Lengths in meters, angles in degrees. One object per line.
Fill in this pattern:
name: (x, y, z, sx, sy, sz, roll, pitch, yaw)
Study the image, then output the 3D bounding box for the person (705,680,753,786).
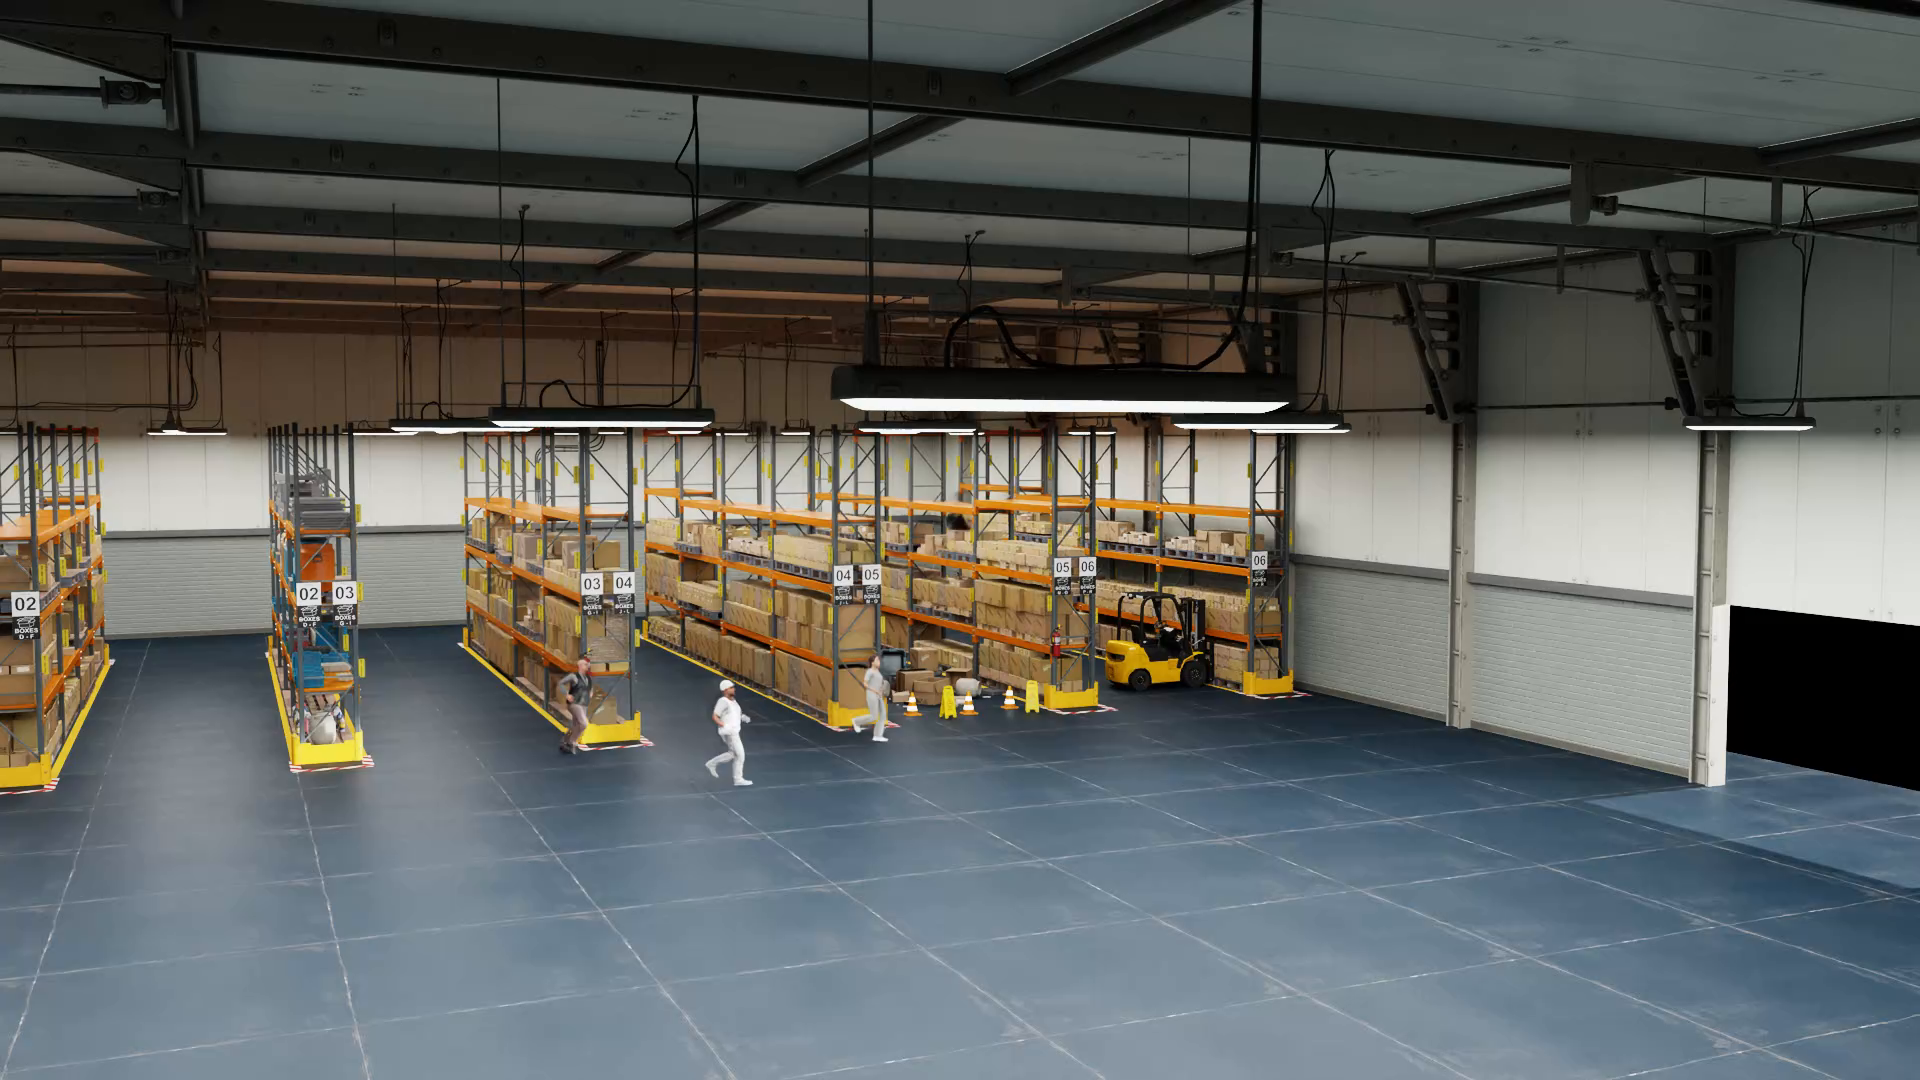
person: (-3.824, 3.175, 27.386, 0.826, 1.750, 0.696, 0, 4, 7)

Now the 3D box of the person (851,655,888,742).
person: (-1.661, 2.989, 31.569, 0.768, 1.637, 0.571, 2, 4, 25)

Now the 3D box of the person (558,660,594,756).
person: (-6.947, 3.034, 30.237, 0.653, 1.713, 0.663, 2, 4, 24)
